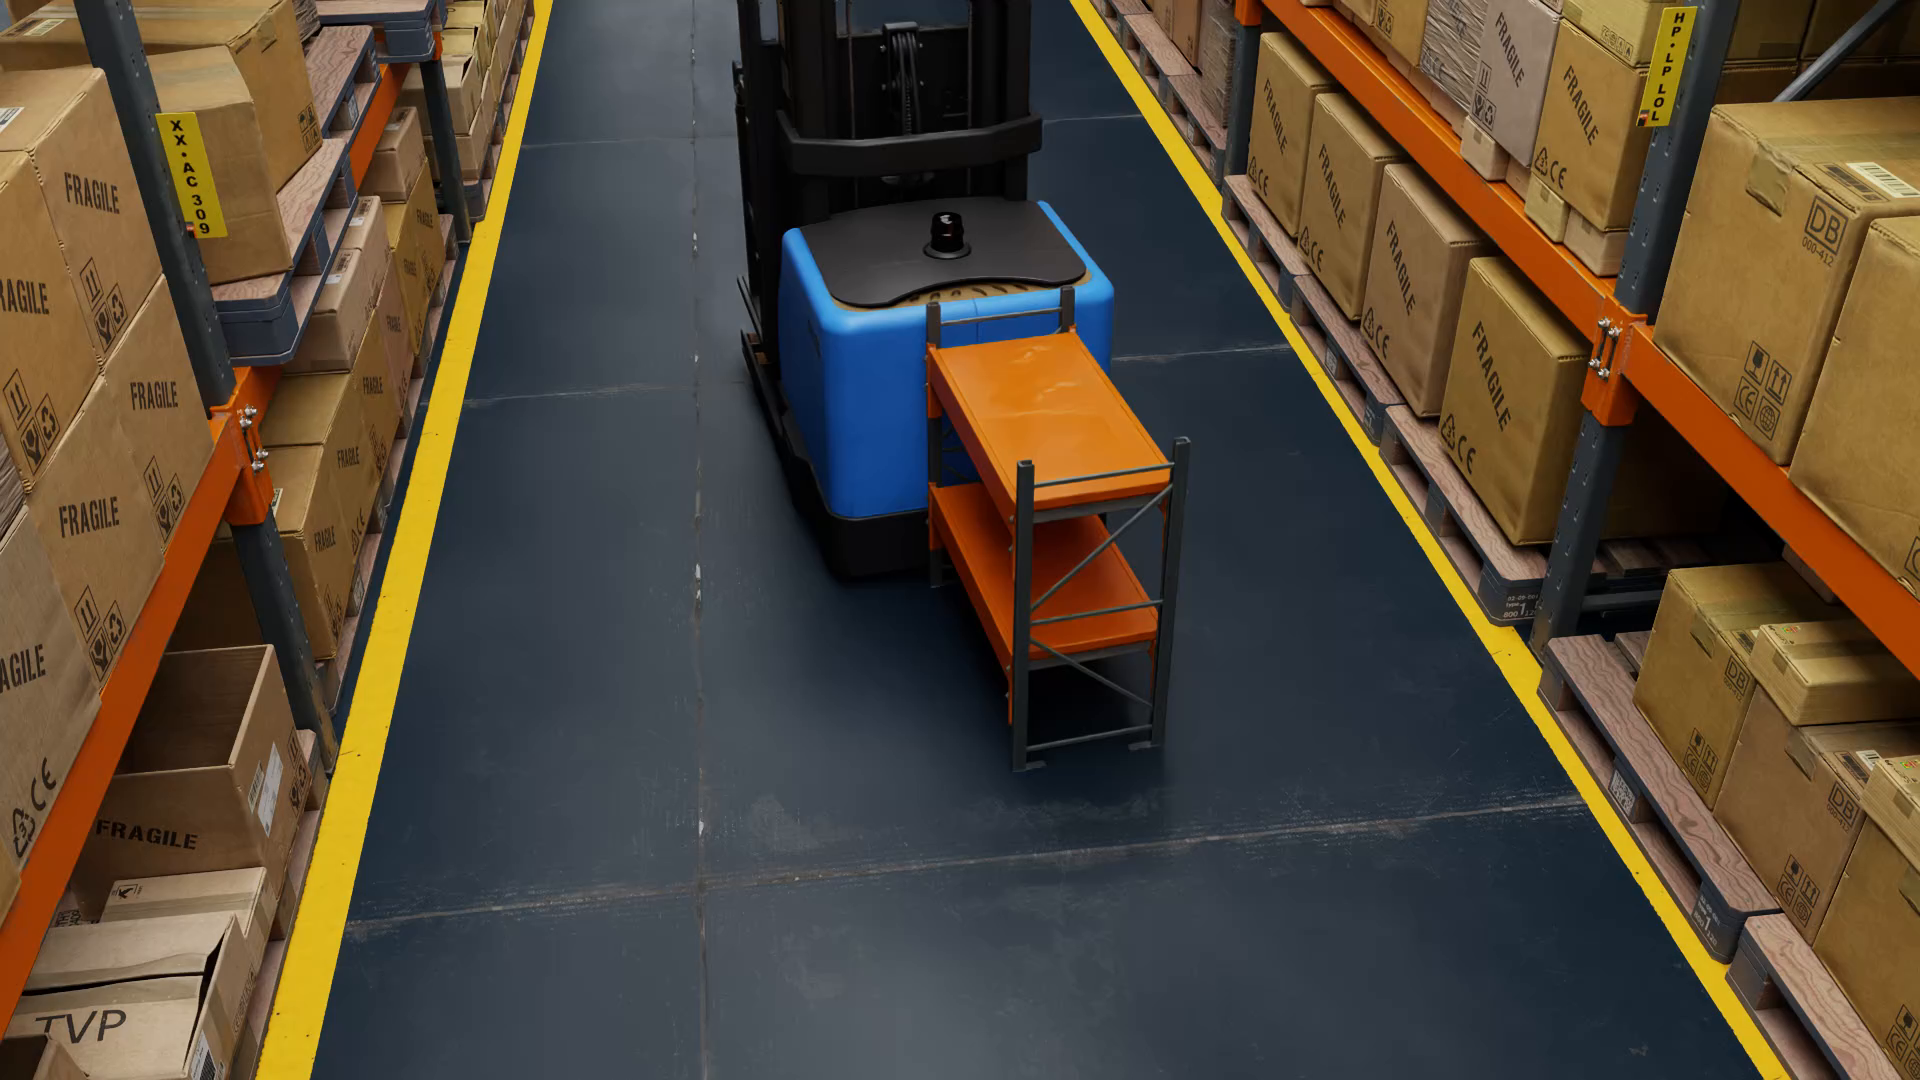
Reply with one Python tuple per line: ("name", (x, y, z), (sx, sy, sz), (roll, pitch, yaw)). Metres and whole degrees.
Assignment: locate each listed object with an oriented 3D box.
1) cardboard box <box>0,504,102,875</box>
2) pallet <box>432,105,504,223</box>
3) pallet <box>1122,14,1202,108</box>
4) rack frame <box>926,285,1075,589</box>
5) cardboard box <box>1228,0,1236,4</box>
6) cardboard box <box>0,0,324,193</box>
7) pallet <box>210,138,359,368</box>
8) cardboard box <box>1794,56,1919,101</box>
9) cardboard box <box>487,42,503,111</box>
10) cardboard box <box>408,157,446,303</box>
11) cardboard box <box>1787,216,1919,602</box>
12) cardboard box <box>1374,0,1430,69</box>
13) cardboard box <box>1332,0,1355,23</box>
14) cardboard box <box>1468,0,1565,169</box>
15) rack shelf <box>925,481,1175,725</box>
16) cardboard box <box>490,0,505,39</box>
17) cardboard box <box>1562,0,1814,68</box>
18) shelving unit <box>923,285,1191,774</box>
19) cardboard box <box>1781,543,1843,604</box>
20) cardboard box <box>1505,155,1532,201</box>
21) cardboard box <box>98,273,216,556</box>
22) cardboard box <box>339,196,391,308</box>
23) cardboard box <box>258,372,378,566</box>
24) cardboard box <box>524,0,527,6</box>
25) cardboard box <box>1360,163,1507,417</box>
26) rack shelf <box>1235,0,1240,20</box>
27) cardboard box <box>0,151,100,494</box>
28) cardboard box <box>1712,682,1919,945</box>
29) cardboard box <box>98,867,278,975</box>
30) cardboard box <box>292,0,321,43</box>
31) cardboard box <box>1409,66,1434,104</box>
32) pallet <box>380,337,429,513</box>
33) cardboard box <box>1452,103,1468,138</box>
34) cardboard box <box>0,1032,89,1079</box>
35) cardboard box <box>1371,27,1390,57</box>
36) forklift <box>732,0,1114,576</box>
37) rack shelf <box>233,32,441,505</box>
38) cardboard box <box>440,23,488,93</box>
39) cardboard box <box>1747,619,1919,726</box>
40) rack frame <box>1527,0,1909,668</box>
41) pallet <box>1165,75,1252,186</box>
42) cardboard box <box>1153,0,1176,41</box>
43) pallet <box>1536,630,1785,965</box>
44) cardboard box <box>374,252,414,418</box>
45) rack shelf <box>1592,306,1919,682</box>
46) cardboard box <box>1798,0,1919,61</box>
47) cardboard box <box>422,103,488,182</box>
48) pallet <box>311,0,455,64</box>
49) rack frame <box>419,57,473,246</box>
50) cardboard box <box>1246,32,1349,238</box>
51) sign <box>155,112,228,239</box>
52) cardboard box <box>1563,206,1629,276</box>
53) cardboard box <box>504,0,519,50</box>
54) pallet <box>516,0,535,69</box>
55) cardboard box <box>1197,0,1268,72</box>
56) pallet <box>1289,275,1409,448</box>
("cardboard box", (-1.991, 0.290, 3.073), (0.500, 0.500, 0.500), (-4, 34, -5))
("pallet", (-3.065, -2.045, 9.063), (1.003, 0.211, 1.213), (-4, 35, -6))
("pallet", (1.651, -3.075, 10.575), (1.003, 0.211, 1.213), (-4, 35, -6))
("rack frame", (0.134, -0.333, 5.740), (0.500, 1.125, 0.032), (-9, 35, -13))
("cardboard box", (1.752, -3.291, 9.579), (0.500, 0.250, 0.500), (-4, 34, -5))
("cardboard box", (-2.452, -1.378, 5.146), (0.700, 0.500, 0.500), (1, 34, 1))
("pallet", (-2.454, -0.878, 5.045), (1.003, 0.211, 1.213), (-4, 35, -6))
("cardboard box", (2.641, -1.328, 5.165), (0.500, 0.500, 0.500), (-6, 35, -8))
("cardboard box", (-2.916, -2.657, 9.553), (0.500, 0.250, 0.500), (-5, 35, -8))
("cardboard box", (-2.634, -1.379, 7.440), (0.500, 0.500, 0.500), (-3, 34, -5))
("cardboard box", (2.603, -0.292, 3.749), (0.980, 0.700, 0.700), (-5, 35, -8))
("cardboard box", (1.932, -2.134, 6.347), (0.500, 0.500, 0.500), (-3, 34, -5))
("cardboard box", (1.863, -2.388, 7.296), (0.380, 0.149, 0.250), (-5, 35, -7))
("cardboard box", (2.063, -1.575, 5.527), (0.500, 0.500, 0.500), (-4, 34, -6))
("rack shelf", (0.268, 0.145, 5.473), (0.538, 0.278, 1.000), (-9, 35, -13))
("cardboard box", (-2.987, -3.182, 9.827), (0.500, 0.311, 0.500), (-5, 35, -7))
("cardboard box", (2.137, -1.604, 4.903), (0.500, 0.250, 0.500), (-4, 34, -5))
("shelving unit", (0.268, -0.057, 5.335), (0.538, 1.125, 1.048), (-9, 35, -13))
("cardboard box", (2.630, 0.041, 4.798), (0.380, 0.149, 0.250), (-5, 35, -7))
("cardboard box", (2.080, -1.239, 5.609), (0.380, 0.149, 0.250), (-3, 34, -5))
("cardboard box", (-2.133, -0.284, 3.915), (0.500, 0.500, 0.500), (-4, 34, -6))
("cardboard box", (-2.481, -1.088, 6.346), (0.500, 0.250, 0.500), (-5, 35, -7))
("cardboard box", (-2.361, -0.237, 5.763), (0.500, 0.500, 0.500), (-4, 34, -6))
("cardboard box", (-3.188, -3.795, 11.224), (0.500, 0.250, 0.500), (-5, 35, -7))
("cardboard box", (2.115, -1.014, 6.610), (0.750, 0.750, 0.750), (-3, 34, -5))
("rack shelf", (1.647, -3.931, 9.993), (1.077, 0.370, 4.000), (-4, 35, -6))
("cardboard box", (-2.059, -0.409, 3.210), (0.500, 0.500, 0.500), (-5, 35, -7))
("cardboard box", (2.517, 0.685, 4.428), (0.700, 0.500, 0.500), (-5, 35, -7))
("cardboard box", (-1.987, 0.995, 4.268), (0.380, 0.149, 0.250), (-4, 35, -6))
("cardboard box", (-2.863, -2.082, 6.180), (0.700, 0.500, 0.500), (2, 34, 3))
("cardboard box", (1.976, -1.813, 6.452), (0.380, 0.149, 0.250), (-3, 34, -5))
("pallet", (-2.769, -0.484, 6.772), (1.003, 0.211, 1.213), (-4, 35, -6))
("cardboard box", (2.019, -1.523, 6.026), (0.380, 0.149, 0.250), (-4, 35, -6))
("cardboard box", (-2.197, 1.395, 3.365), (0.797, 0.503, 0.637), (-4, 35, -6))
("cardboard box", (1.931, -2.099, 6.872), (0.380, 0.149, 0.250), (-4, 34, -6))
("forklift", (-0.337, -1.909, 6.449), (1.130, 2.935, 3.031), (-9, 35, -13))
("rack shelf", (-2.724, -1.321, 6.164), (1.077, 0.370, 4.000), (-4, 35, -6))
("cardboard box", (-2.851, -2.611, 8.988), (0.500, 0.311, 0.500), (-5, 35, -8))
("cardboard box", (2.318, 0.341, 4.356), (0.380, 0.149, 0.250), (-3, 34, -5))
("rack frame", (2.453, -0.880, 4.878), (1.000, 3.000, 0.127), (-4, 35, -6))
("pallet", (1.812, -2.396, 9.578), (1.003, 0.211, 1.213), (-4, 35, -6))
("cardboard box", (1.641, -3.511, 10.568), (0.700, 0.500, 0.500), (-4, 34, -6))
("pallet", (2.478, 0.703, 5.031), (1.003, 0.211, 1.213), (-4, 35, -6))
("cardboard box", (-2.488, -0.798, 6.587), (0.500, 0.500, 0.500), (-6, 35, -8))
("rack shelf", (2.722, 0.533, 3.442), (1.077, 0.370, 4.000), (-4, 35, -6))
("cardboard box", (2.650, -1.639, 4.954), (0.500, 0.250, 0.500), (-3, 34, -5))
("cardboard box", (-2.772, -2.087, 8.717), (0.500, 0.250, 0.500), (-4, 35, -7))
("pallet", (-2.832, -2.283, 7.106), (1.213, 0.211, 1.003), (-4, 35, -6))
("rack frame", (-2.993, -2.735, 7.599), (1.000, 3.000, 0.127), (-4, 35, -6))
("cardboard box", (1.884, -1.977, 8.023), (0.750, 0.750, 0.750), (-5, 35, -7))
("sign", (-1.918, -0.906, 4.147), (0.100, 0.325, 0.005), (-4, 35, -6))
("cardboard box", (2.127, -0.952, 5.188), (0.380, 0.149, 0.250), (-4, 34, -6))
("cardboard box", (-3.052, -3.227, 10.390), (0.500, 0.250, 0.500), (-4, 34, -5))
("pallet", (-3.393, -3.406, 11.061), (1.003, 0.211, 1.213), (-4, 35, -6))
("cardboard box", (1.813, -2.955, 9.752), (0.700, 0.500, 0.500), (-4, 35, -6))
("pallet", (2.108, -0.835, 7.287), (1.003, 0.211, 1.213), (-4, 35, -6))
